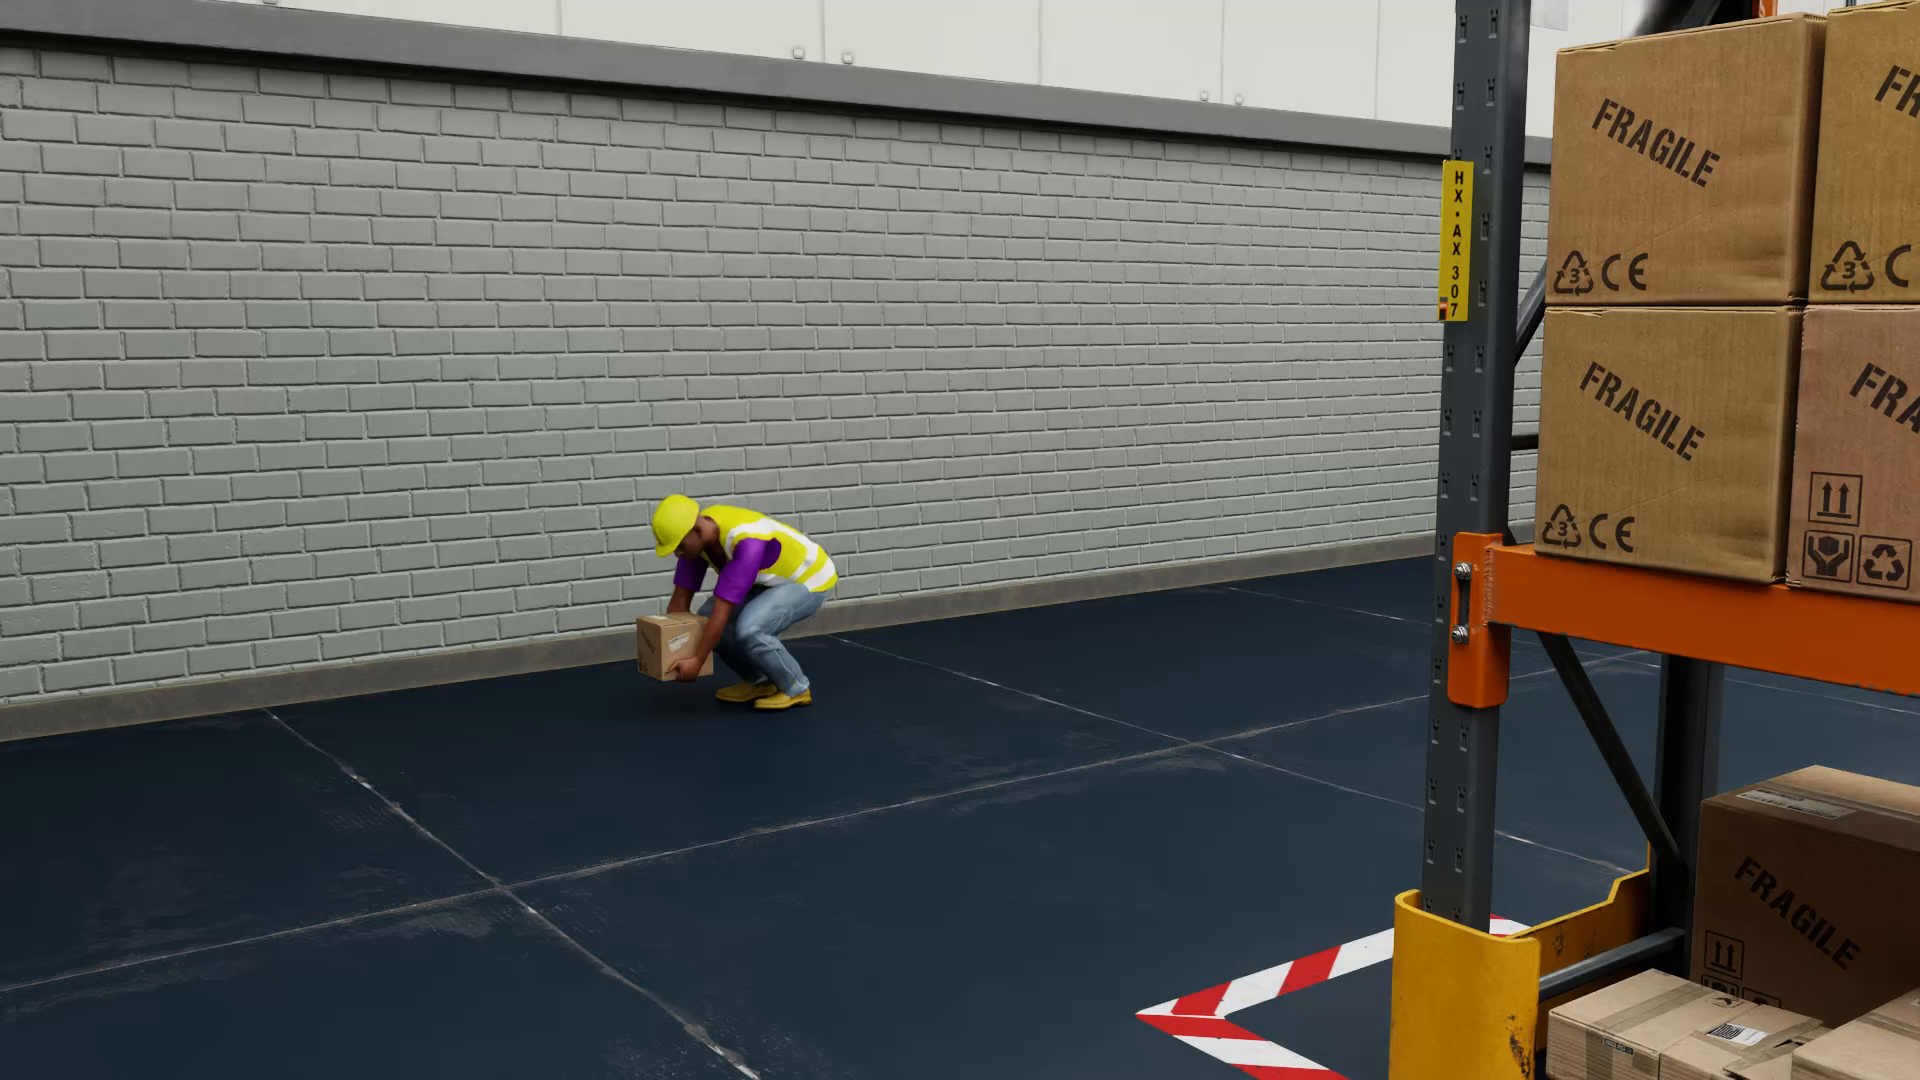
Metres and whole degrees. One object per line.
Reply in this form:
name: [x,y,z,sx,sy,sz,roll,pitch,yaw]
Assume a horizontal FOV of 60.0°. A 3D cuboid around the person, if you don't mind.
person: [-0.984,0.272,7.554,0.914,1.009,0.534,-6,10,-37]
